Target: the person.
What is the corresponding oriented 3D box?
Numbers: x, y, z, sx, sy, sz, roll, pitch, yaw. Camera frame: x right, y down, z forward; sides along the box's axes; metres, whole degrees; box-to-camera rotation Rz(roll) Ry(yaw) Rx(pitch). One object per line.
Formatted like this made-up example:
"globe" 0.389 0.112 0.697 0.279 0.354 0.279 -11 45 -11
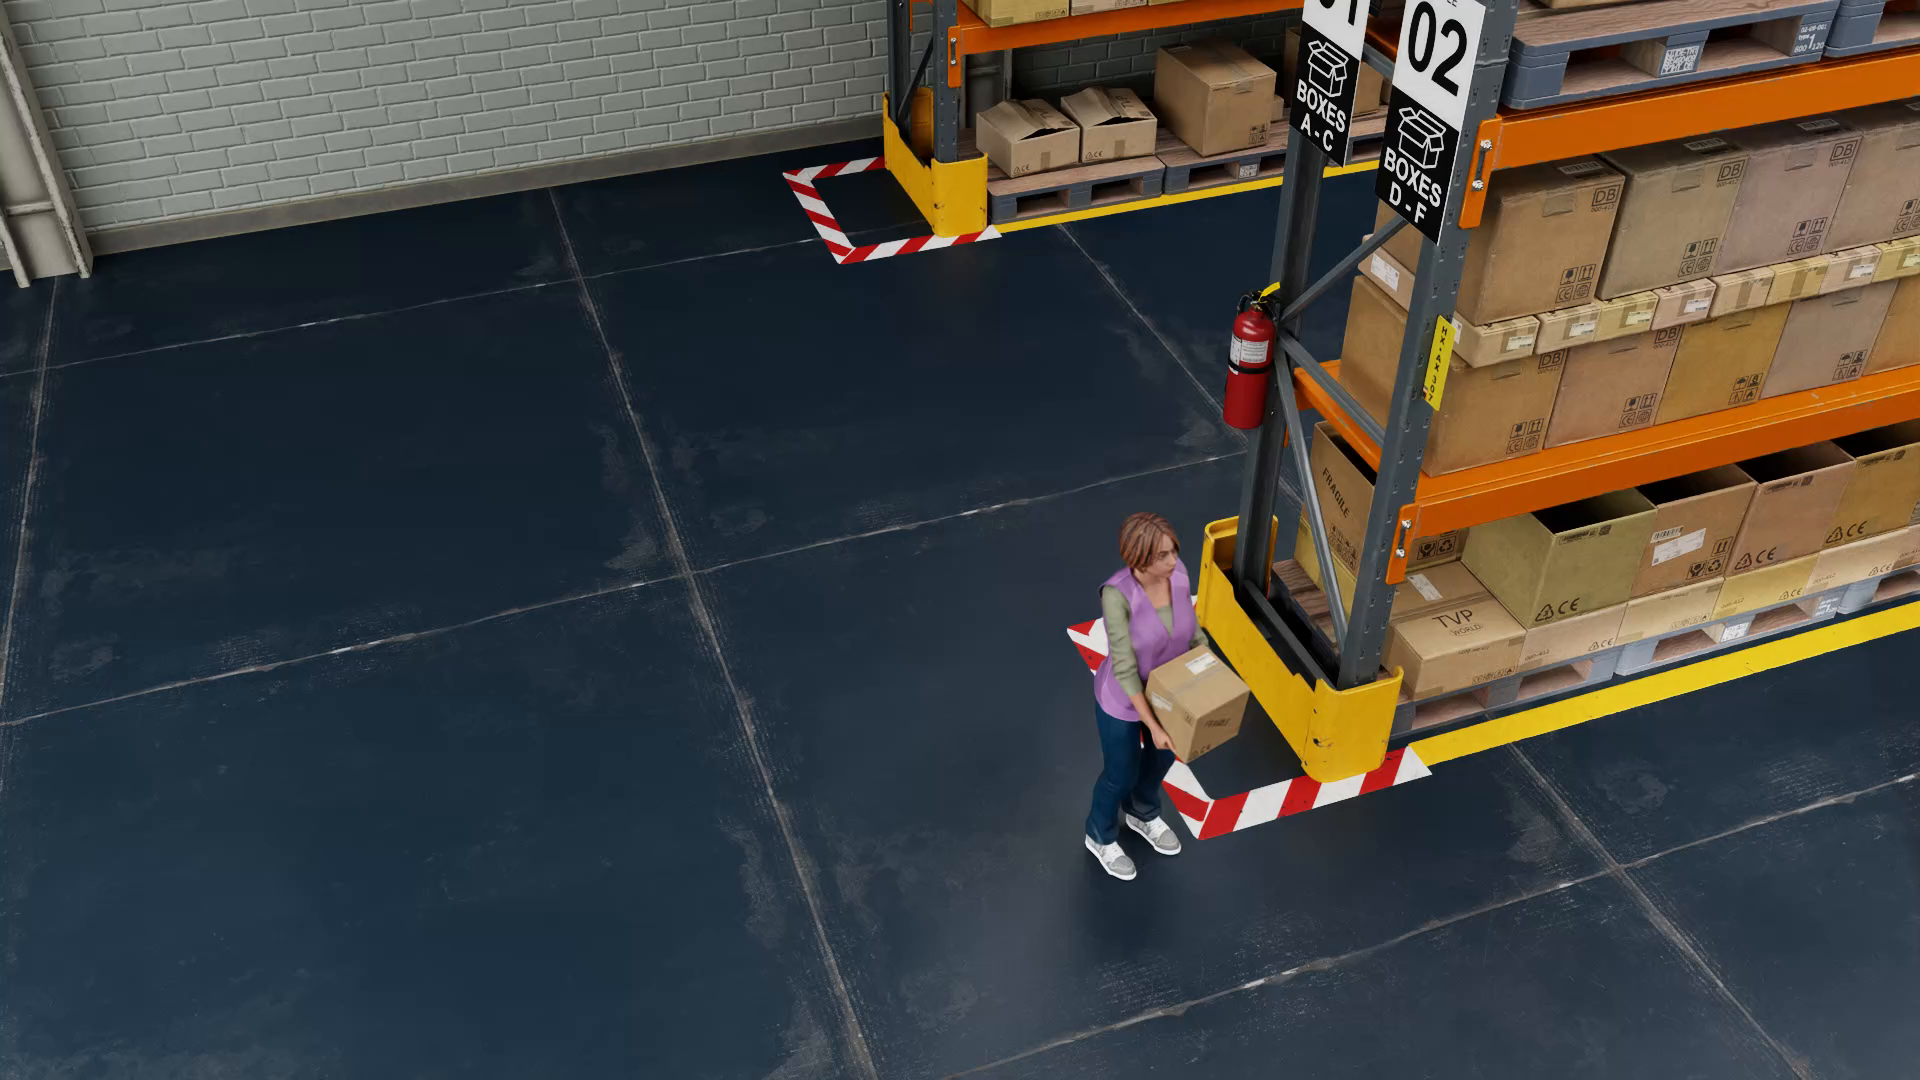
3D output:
"person" 0.712 0.615 6.015 0.405 1.593 0.489 -24 44 -27
